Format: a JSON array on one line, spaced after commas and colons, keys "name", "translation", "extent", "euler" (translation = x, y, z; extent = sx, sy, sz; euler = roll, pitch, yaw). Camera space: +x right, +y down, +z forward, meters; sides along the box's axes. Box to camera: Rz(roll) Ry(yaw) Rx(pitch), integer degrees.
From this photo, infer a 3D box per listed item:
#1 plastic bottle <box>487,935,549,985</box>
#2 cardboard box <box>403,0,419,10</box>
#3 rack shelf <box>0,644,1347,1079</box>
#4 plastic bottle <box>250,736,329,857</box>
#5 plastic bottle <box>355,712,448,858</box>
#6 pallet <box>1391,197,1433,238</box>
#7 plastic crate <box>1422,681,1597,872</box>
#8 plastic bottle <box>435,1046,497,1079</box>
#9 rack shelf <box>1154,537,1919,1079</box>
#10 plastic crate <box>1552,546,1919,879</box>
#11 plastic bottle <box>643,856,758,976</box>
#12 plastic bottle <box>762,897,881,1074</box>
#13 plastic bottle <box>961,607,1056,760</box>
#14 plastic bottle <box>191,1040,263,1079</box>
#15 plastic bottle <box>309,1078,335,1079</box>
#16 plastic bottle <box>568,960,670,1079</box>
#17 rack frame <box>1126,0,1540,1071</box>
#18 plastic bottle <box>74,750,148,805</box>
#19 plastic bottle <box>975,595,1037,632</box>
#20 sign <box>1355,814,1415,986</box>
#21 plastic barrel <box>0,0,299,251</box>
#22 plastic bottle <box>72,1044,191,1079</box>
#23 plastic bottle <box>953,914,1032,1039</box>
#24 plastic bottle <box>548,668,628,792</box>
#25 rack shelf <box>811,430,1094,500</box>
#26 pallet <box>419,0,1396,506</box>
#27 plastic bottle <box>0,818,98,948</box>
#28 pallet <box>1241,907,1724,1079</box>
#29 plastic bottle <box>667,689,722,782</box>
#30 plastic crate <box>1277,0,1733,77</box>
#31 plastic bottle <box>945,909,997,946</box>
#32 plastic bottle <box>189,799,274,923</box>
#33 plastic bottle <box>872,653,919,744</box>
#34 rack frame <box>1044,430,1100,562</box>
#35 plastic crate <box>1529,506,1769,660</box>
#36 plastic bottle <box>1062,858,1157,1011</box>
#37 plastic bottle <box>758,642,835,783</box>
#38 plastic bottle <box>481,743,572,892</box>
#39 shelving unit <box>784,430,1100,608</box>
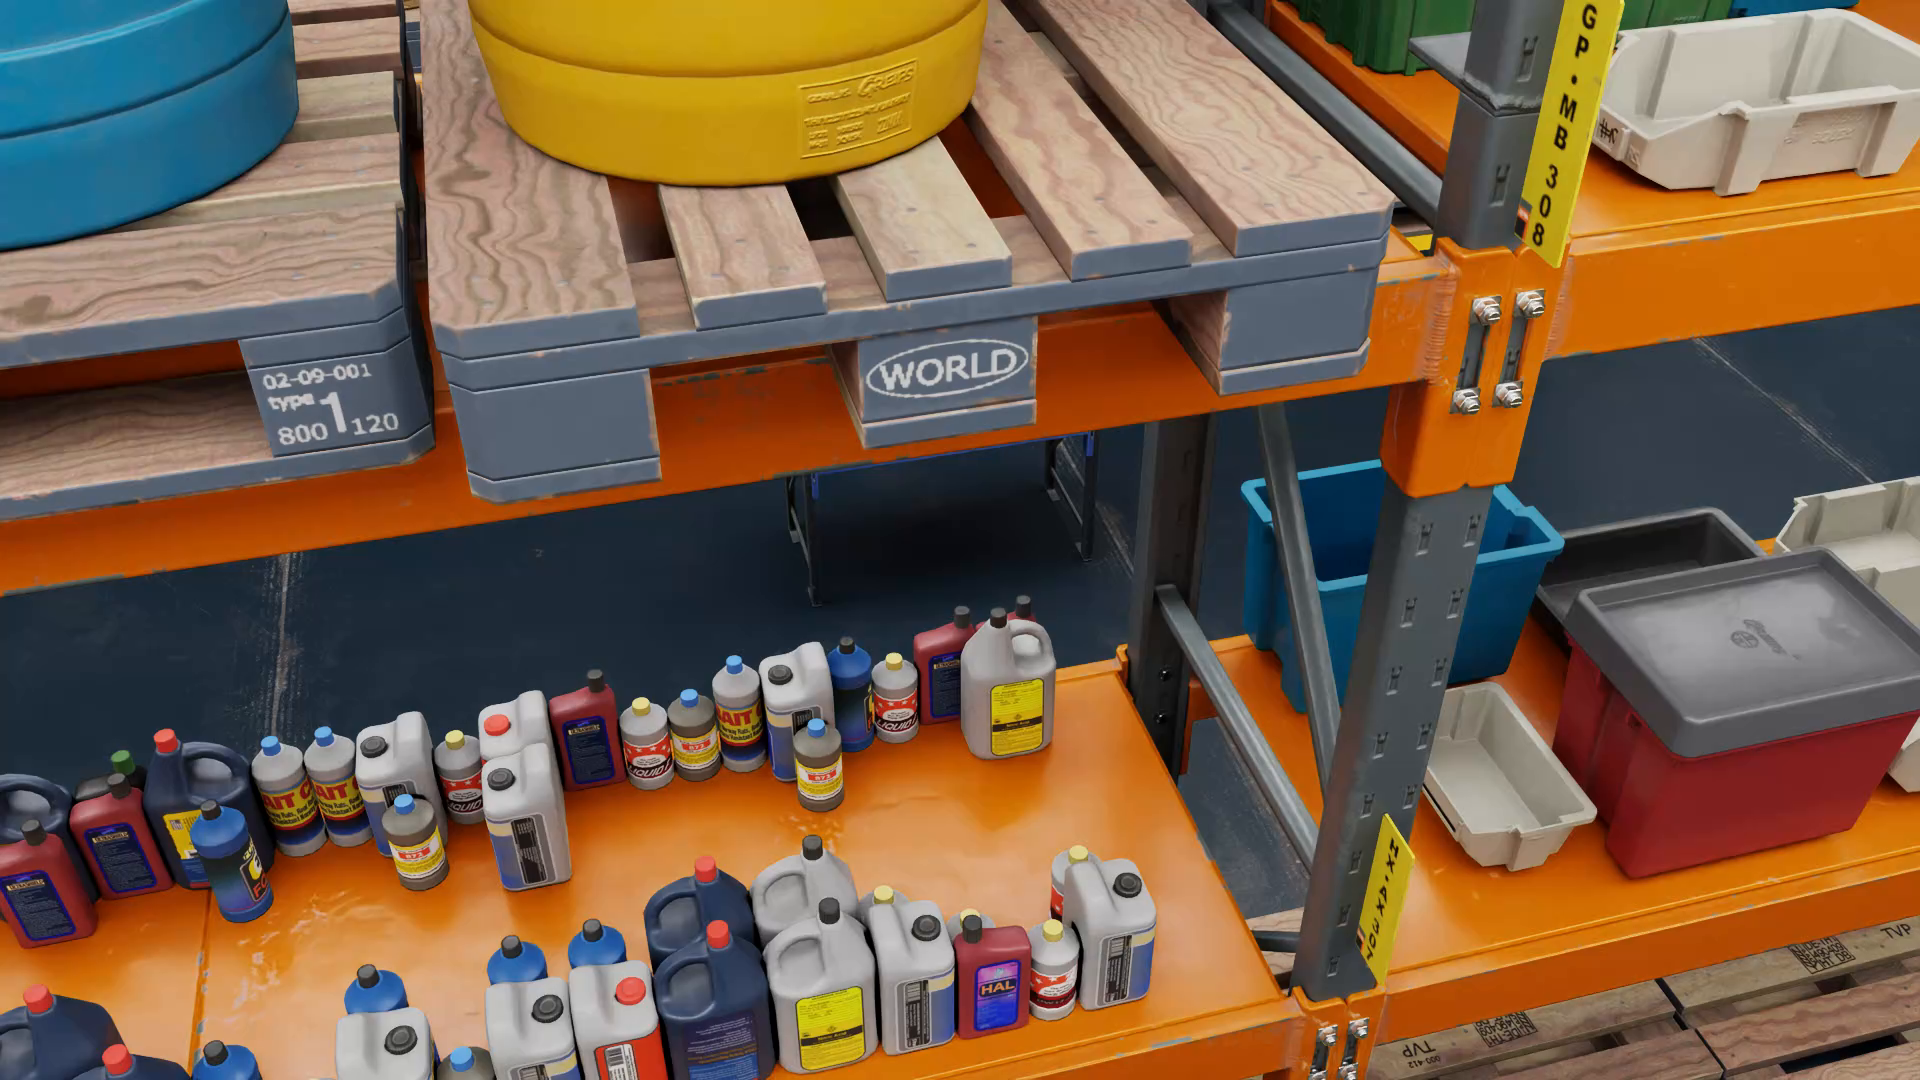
[{"name": "plastic bottle", "translation": [-0.753, 0.781, 2.866], "extent": [0.097, 0.271, 0.097], "euler": [0, 37, 0]}, {"name": "cardboard box", "translation": [-2.414, -2.408, 6.501], "extent": [0.500, 0.500, 0.700], "euler": [-19, 41, -23]}, {"name": "rack shelf", "translation": [-1.367, 0.991, 3.077], "extent": [4.000, 0.370, 1.077], "euler": [-9, 38, -12]}, {"name": "plastic bottle", "translation": [-1.314, 0.491, 3.245], "extent": [0.097, 0.271, 0.097], "euler": [0, 37, 0]}, {"name": "plastic bottle", "translation": [-1.101, 0.471, 3.267], "extent": [0.135, 0.276, 0.152], "euler": [-9, 38, -12]}, {"name": "pallet", "translation": [2.294, -1.904, 8.566], "extent": [1.213, 0.211, 1.003], "euler": [-9, 38, -12]}, {"name": "plastic crate", "translation": [1.050, 0.480, 3.322], "extent": [0.243, 0.136, 0.396], "euler": [-9, 38, -12]}, {"name": "plastic bottle", "translation": [-0.807, 0.913, 2.751], "extent": [0.097, 0.201, 0.097], "euler": [0, 37, 0]}, {"name": "rack shelf", "translation": [2.494, 0.358, 3.906], "extent": [4.000, 0.370, 1.077], "euler": [-9, 38, -12]}, {"name": "plastic crate", "translation": [1.491, 0.345, 3.228], "extent": [0.583, 0.464, 0.402], "euler": [-9, 38, -12]}, {"name": "plastic bottle", "translation": [-0.455, 0.691, 2.919], "extent": [0.185, 0.351, 0.144], "euler": [-9, 38, -12]}, {"name": "plastic bottle", "translation": [-0.239, 0.746, 2.847], "extent": [0.185, 0.351, 0.144], "euler": [-9, 38, -12]}, {"name": "plastic bottle", "translation": [0.100, 0.280, 3.455], "extent": [0.185, 0.351, 0.144], "euler": [-9, 38, -12]}, {"name": "plastic bottle", "translation": [-1.176, 0.908, 2.701], "extent": [0.097, 0.271, 0.097], "euler": [0, 37, 0]}, {"name": "plastic bottle", "translation": [-1.031, 0.950, 2.703], "extent": [0.097, 0.201, 0.097], "euler": [0, 37, 0]}, {"name": "plastic bottle", "translation": [-0.572, 0.828, 2.801], "extent": [0.135, 0.276, 0.152], "euler": [-9, 38, -12]}, {"name": "rack frame", "translation": [0.563, 0.389, 3.273], "extent": [0.127, 3.000, 1.000], "euler": [-9, 38, -12]}, {"name": "plastic bottle", "translation": [-1.608, 0.523, 3.193], "extent": [0.133, 0.283, 0.061], "euler": [-9, 38, -12]}, {"name": "plastic bottle", "translation": [0.098, 0.243, 3.559], "extent": [0.133, 0.283, 0.061], "euler": [-9, 38, -12]}, {"name": "sign", "translation": [0.705, 0.602, 2.767], "extent": [0.005, 0.325, 0.100], "euler": [-9, 38, -12]}, {"name": "plastic barrel", "translation": [-1.044, -0.808, 1.611], "extent": [0.708, 0.901, 0.600], "euler": [-9, 38, -12]}, {"name": "plastic bottle", "translation": [-1.302, 0.920, 2.618], "extent": [0.185, 0.351, 0.144], "euler": [-9, 38, -12]}, {"name": "plastic bottle", "translation": [0.056, 0.751, 2.896], "extent": [0.133, 0.283, 0.061], "euler": [-9, 38, -12]}, {"name": "plastic bottle", "translation": [-0.759, 0.384, 3.376], "extent": [0.133, 0.283, 0.061], "euler": [-9, 38, -12]}, {"name": "rack shelf", "translation": [-0.082, -0.439, 5.886], "extent": [1.000, 0.185, 0.538], "euler": [-9, 38, -12]}, {"name": "pallet", "translation": [-0.168, -0.546, 2.182], "extent": [1.003, 0.211, 1.213], "euler": [-9, 38, -12]}, {"name": "plastic bottle", "translation": [-1.700, 0.629, 3.055], "extent": [0.133, 0.283, 0.061], "euler": [-9, 38, -12]}, {"name": "pallet", "translation": [1.263, 1.357, 4.302], "extent": [1.213, 0.211, 1.003], "euler": [-9, 38, -12]}, {"name": "plastic bottle", "translation": [-0.549, 0.393, 3.431], "extent": [0.097, 0.201, 0.097], "euler": [0, 37, 0]}, {"name": "plastic crate", "translation": [0.894, -0.963, 2.745], "extent": [0.662, 0.188, 0.450], "euler": [-9, 38, -12]}, {"name": "plastic bottle", "translation": [0.018, 0.740, 2.978], "extent": [0.097, 0.201, 0.097], "euler": [0, 37, 0]}, {"name": "plastic bottle", "translation": [-1.370, 0.591, 3.115], "extent": [0.097, 0.271, 0.097], "euler": [0, 37, 0]}, {"name": "plastic bottle", "translation": [-0.137, 0.326, 3.519], "extent": [0.097, 0.201, 0.097], "euler": [0, 37, 0]}, {"name": "rack frame", "translation": [0.408, -0.663, 5.882], "extent": [0.032, 1.500, 0.500], "euler": [-9, 38, -12]}, {"name": "plastic crate", "translation": [1.574, 0.139, 3.776], "extent": [0.590, 0.125, 0.437], "euler": [-9, 38, -12]}, {"name": "plastic bottle", "translation": [0.267, 0.690, 2.981], "extent": [0.135, 0.276, 0.152], "euler": [-9, 38, -12]}, {"name": "plastic bottle", "translation": [-0.336, 0.346, 3.431], "extent": [0.135, 0.276, 0.152], "euler": [-9, 38, -12]}, {"name": "plastic bottle", "translation": [-0.837, 0.524, 3.198], "extent": [0.135, 0.276, 0.152], "euler": [-9, 38, -12]}, {"name": "shelving unit", "translation": [-0.082, -0.582, 5.777], "extent": [1.048, 1.500, 0.538], "euler": [-9, 38, -12]}]
